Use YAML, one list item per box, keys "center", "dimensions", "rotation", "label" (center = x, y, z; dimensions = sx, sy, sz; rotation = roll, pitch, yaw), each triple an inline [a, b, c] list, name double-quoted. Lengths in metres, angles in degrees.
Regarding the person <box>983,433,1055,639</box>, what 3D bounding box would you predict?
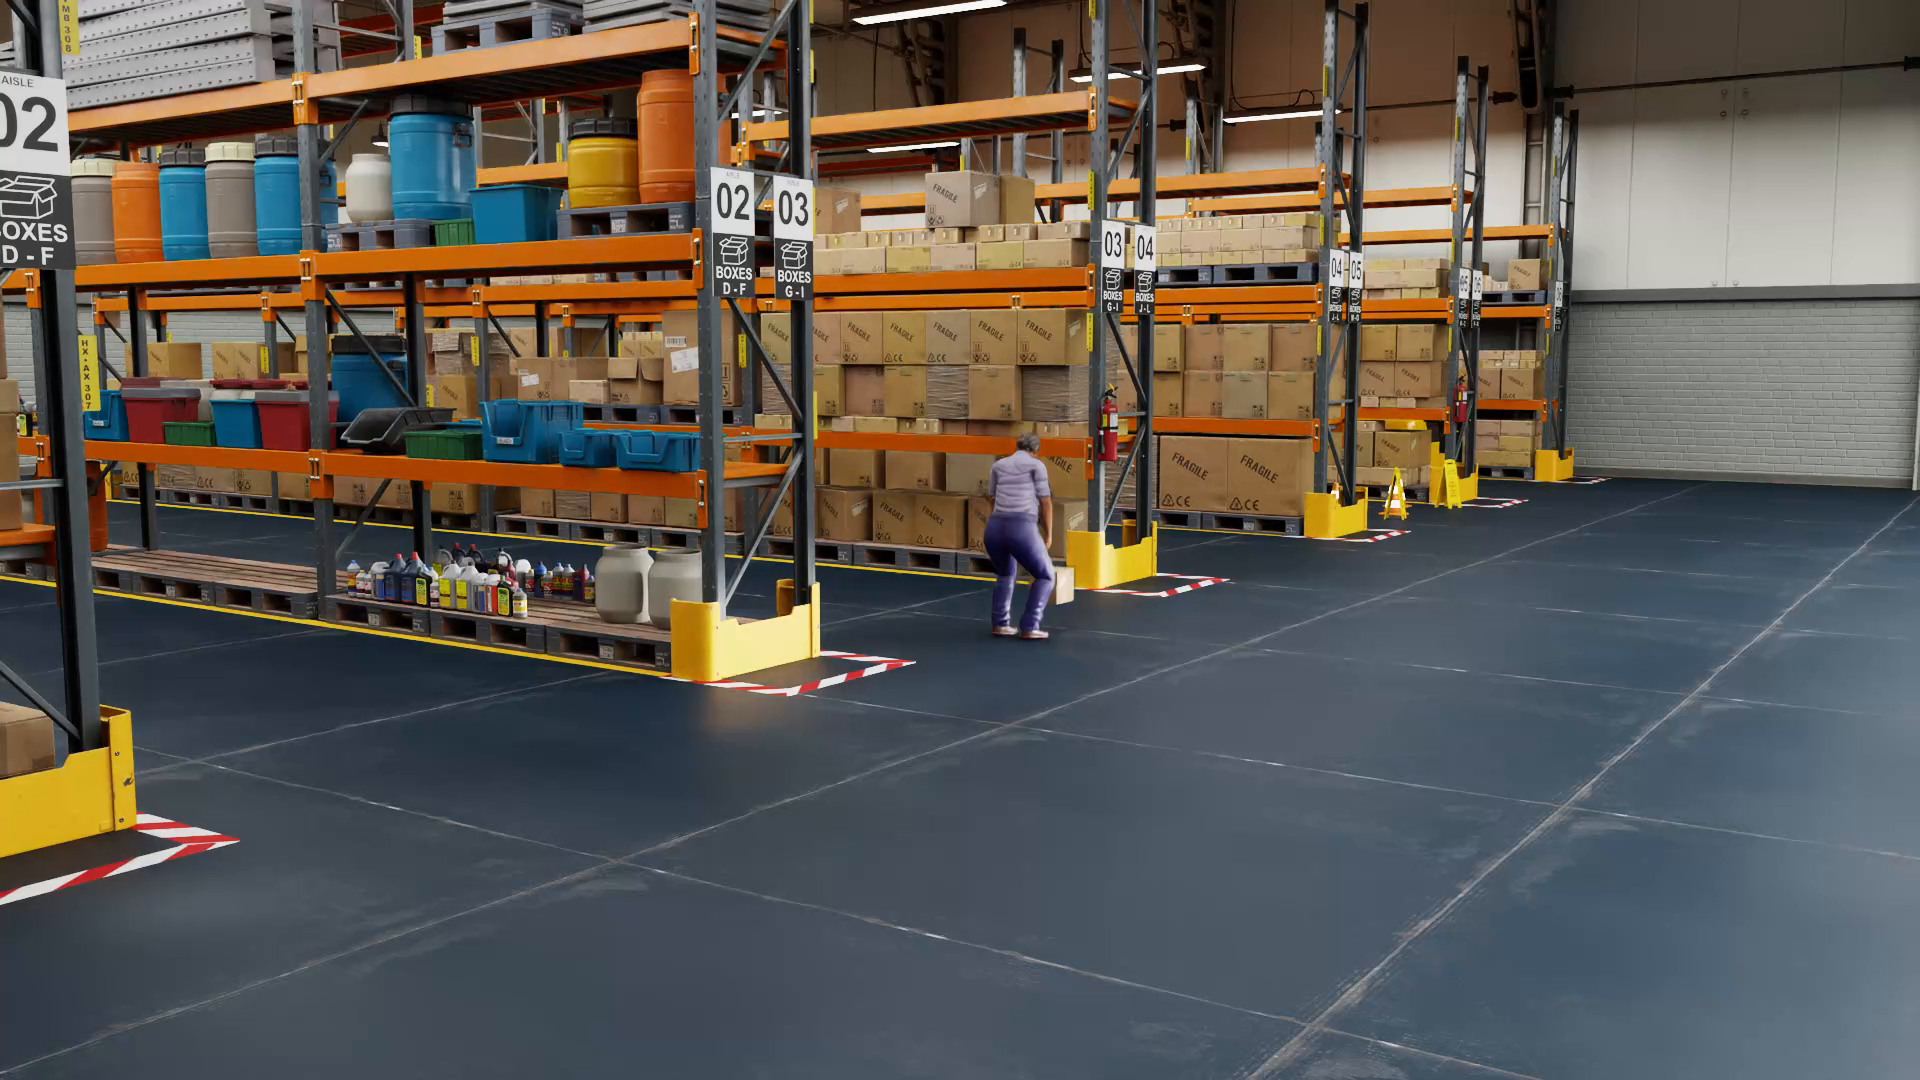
- center: [0.406, -0.022, 12.094]
  dimensions: [0.525, 1.478, 0.551]
  rotation: [4, 8, 34]
  label: "person"
